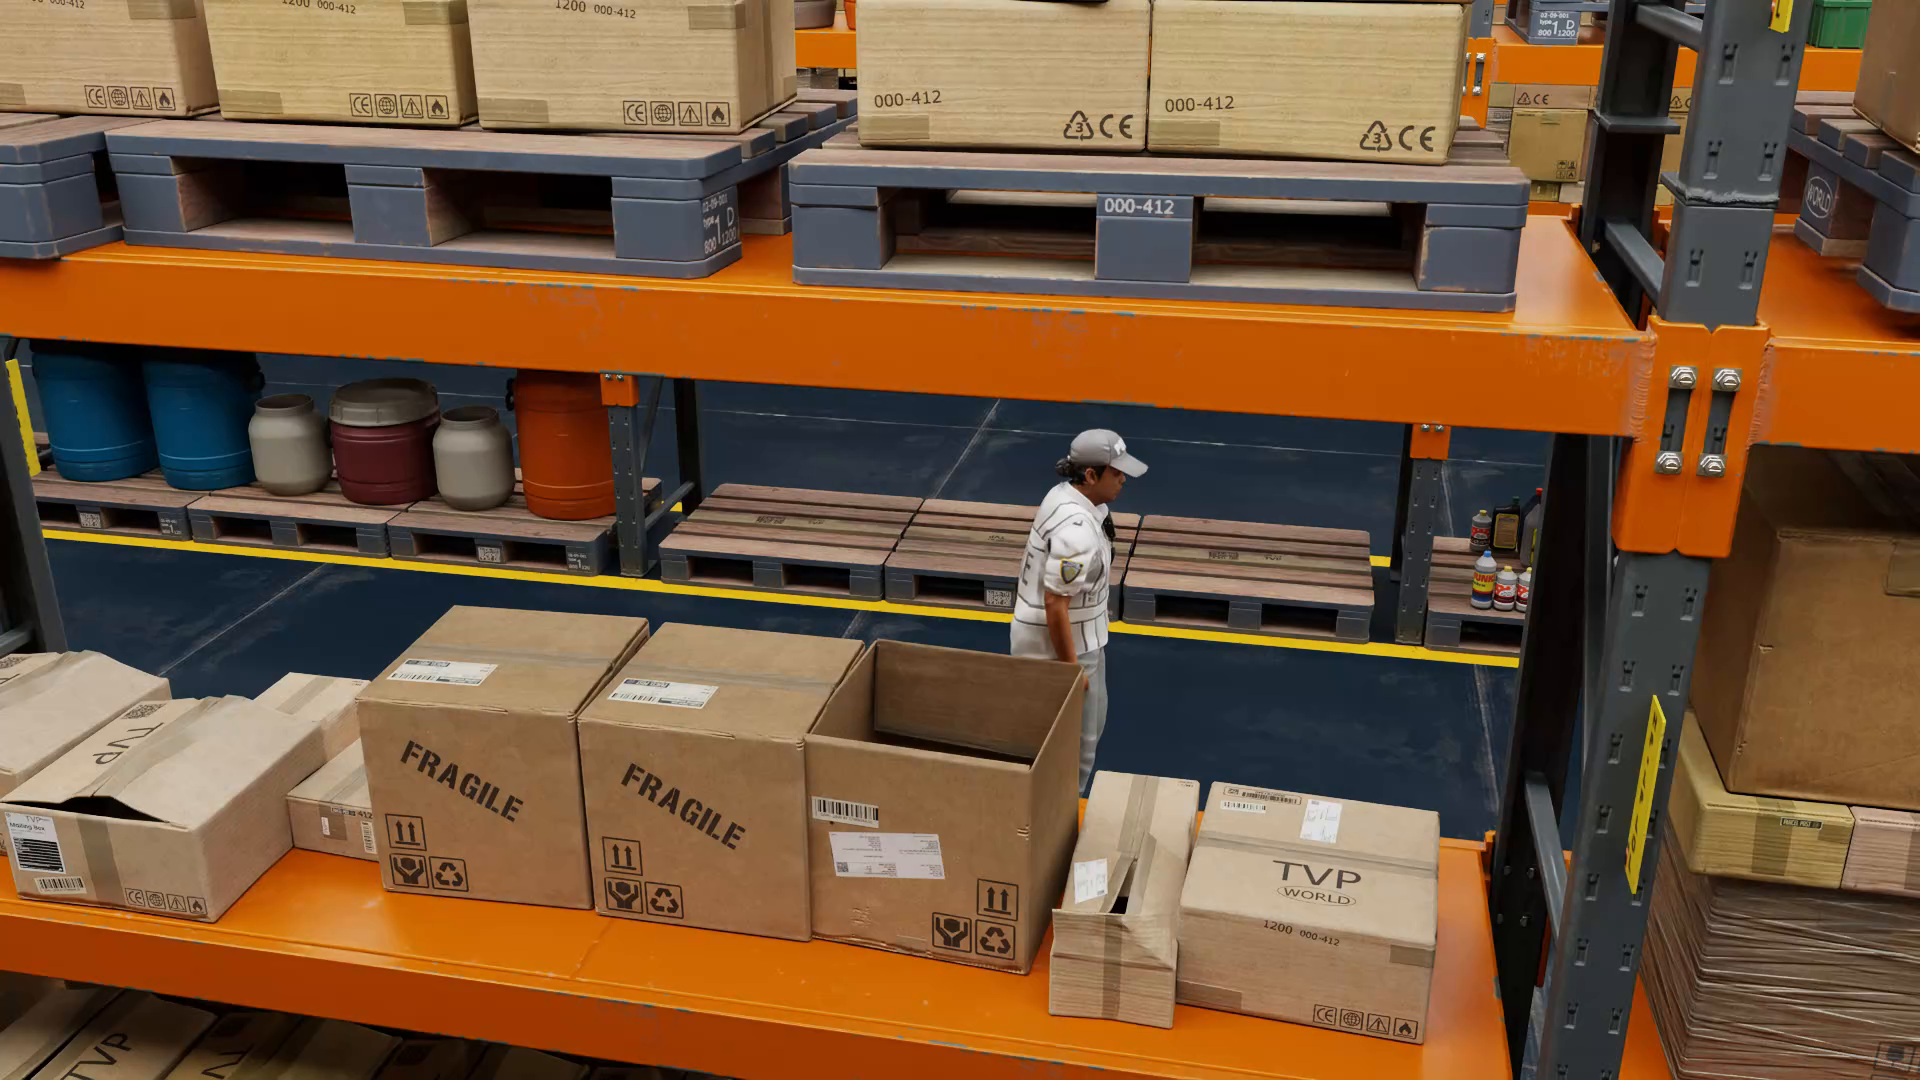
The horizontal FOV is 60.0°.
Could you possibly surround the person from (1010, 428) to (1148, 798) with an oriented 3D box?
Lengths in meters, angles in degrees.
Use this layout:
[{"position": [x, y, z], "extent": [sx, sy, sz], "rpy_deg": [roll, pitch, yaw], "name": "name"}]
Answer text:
[{"position": [0.422, 0.399, 6.077], "extent": [0.468, 1.665, 0.558], "rpy_deg": [3, 22, 8], "name": "person"}]
